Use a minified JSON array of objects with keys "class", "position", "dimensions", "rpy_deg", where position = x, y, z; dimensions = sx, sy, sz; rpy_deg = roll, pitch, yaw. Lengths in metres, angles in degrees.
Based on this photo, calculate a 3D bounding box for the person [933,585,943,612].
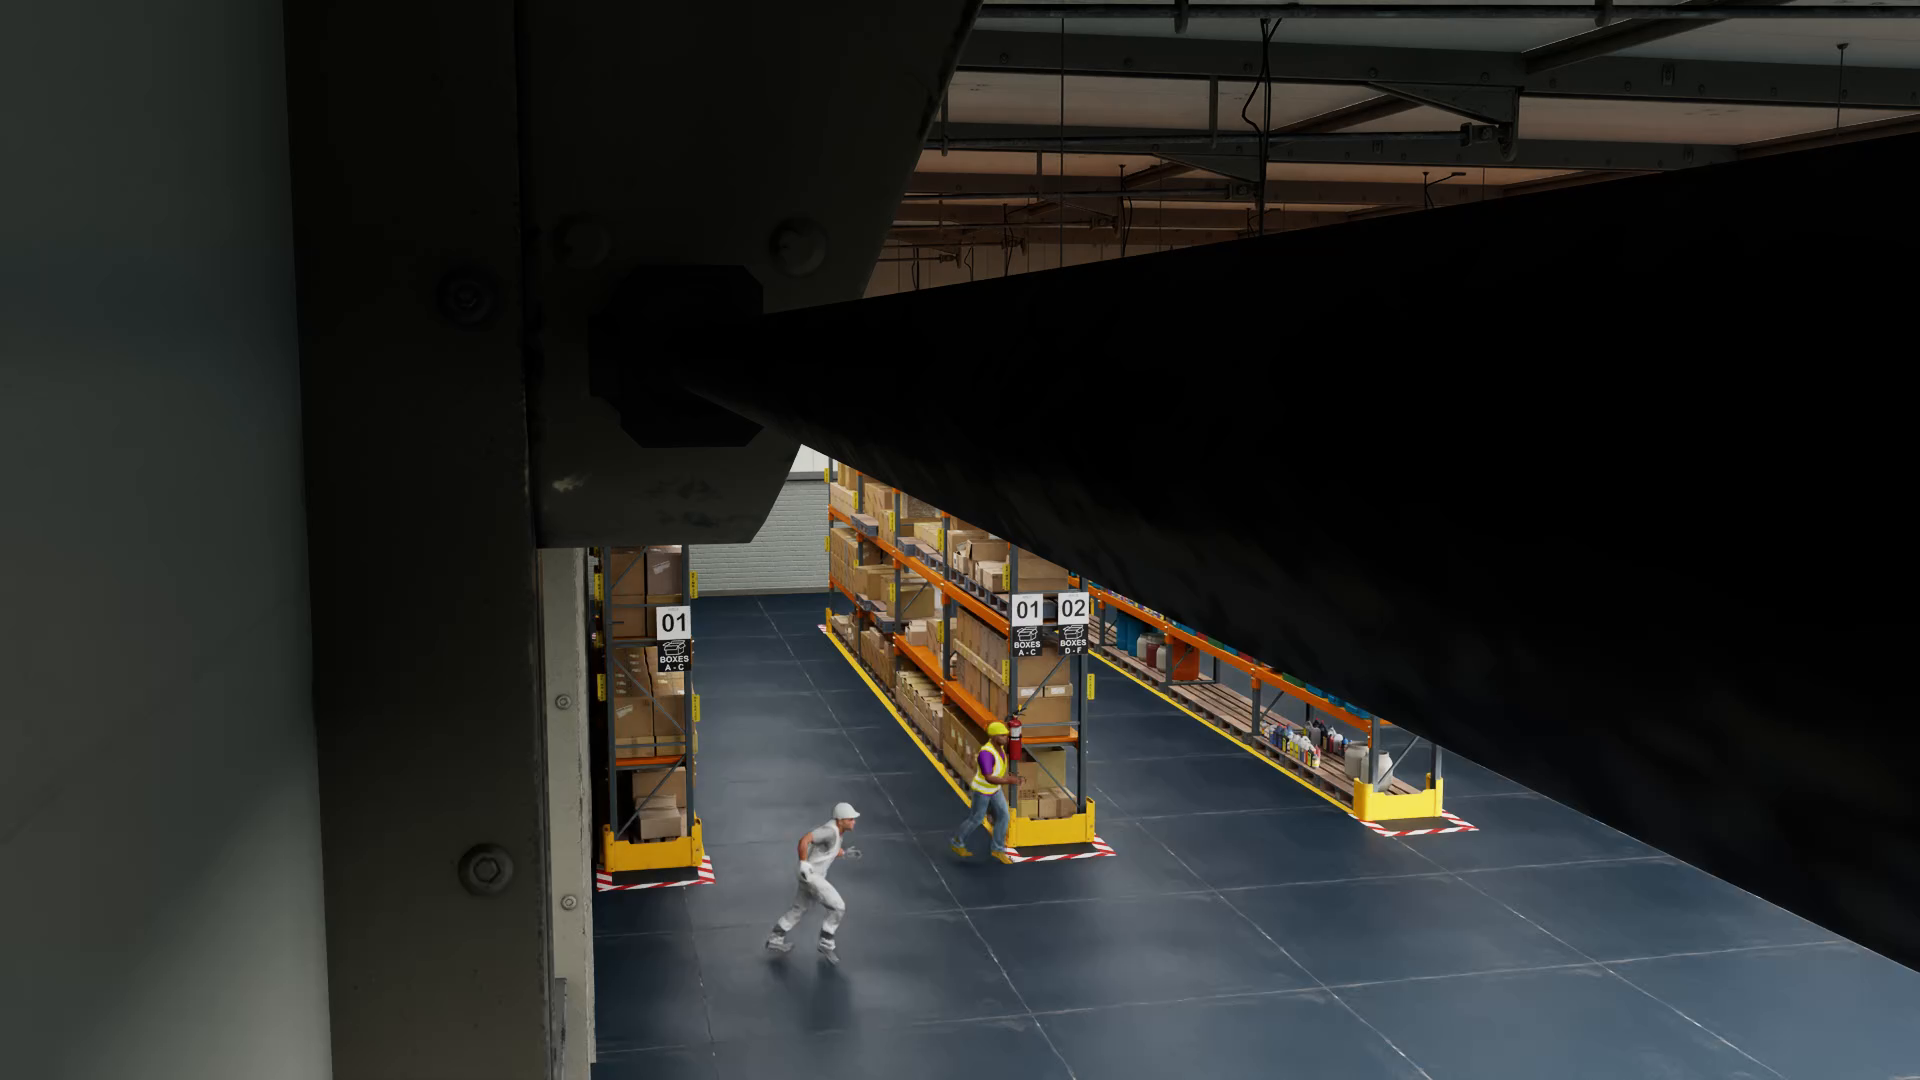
[{"class":"person","position":[-0.426,1.244,35.774],"dimensions":[0.709,1.712,0.712],"rpy_deg":[-4,8,-28]}]

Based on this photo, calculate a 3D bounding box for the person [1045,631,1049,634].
[{"class":"person","position":[1.353,1.992,29.946],"dimensions":[0.507,1.659,0.774],"rpy_deg":[-2,7,-19]}]

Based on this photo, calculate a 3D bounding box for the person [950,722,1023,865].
[{"class":"person","position":[0.361,3.079,20.165],"dimensions":[1.028,1.798,0.645],"rpy_deg":[3,8,26]}]

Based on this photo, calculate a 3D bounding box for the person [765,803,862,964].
[{"class":"person","position":[-1.515,3.517,16.997],"dimensions":[1.006,1.710,0.709],"rpy_deg":[1,7,7]}]
